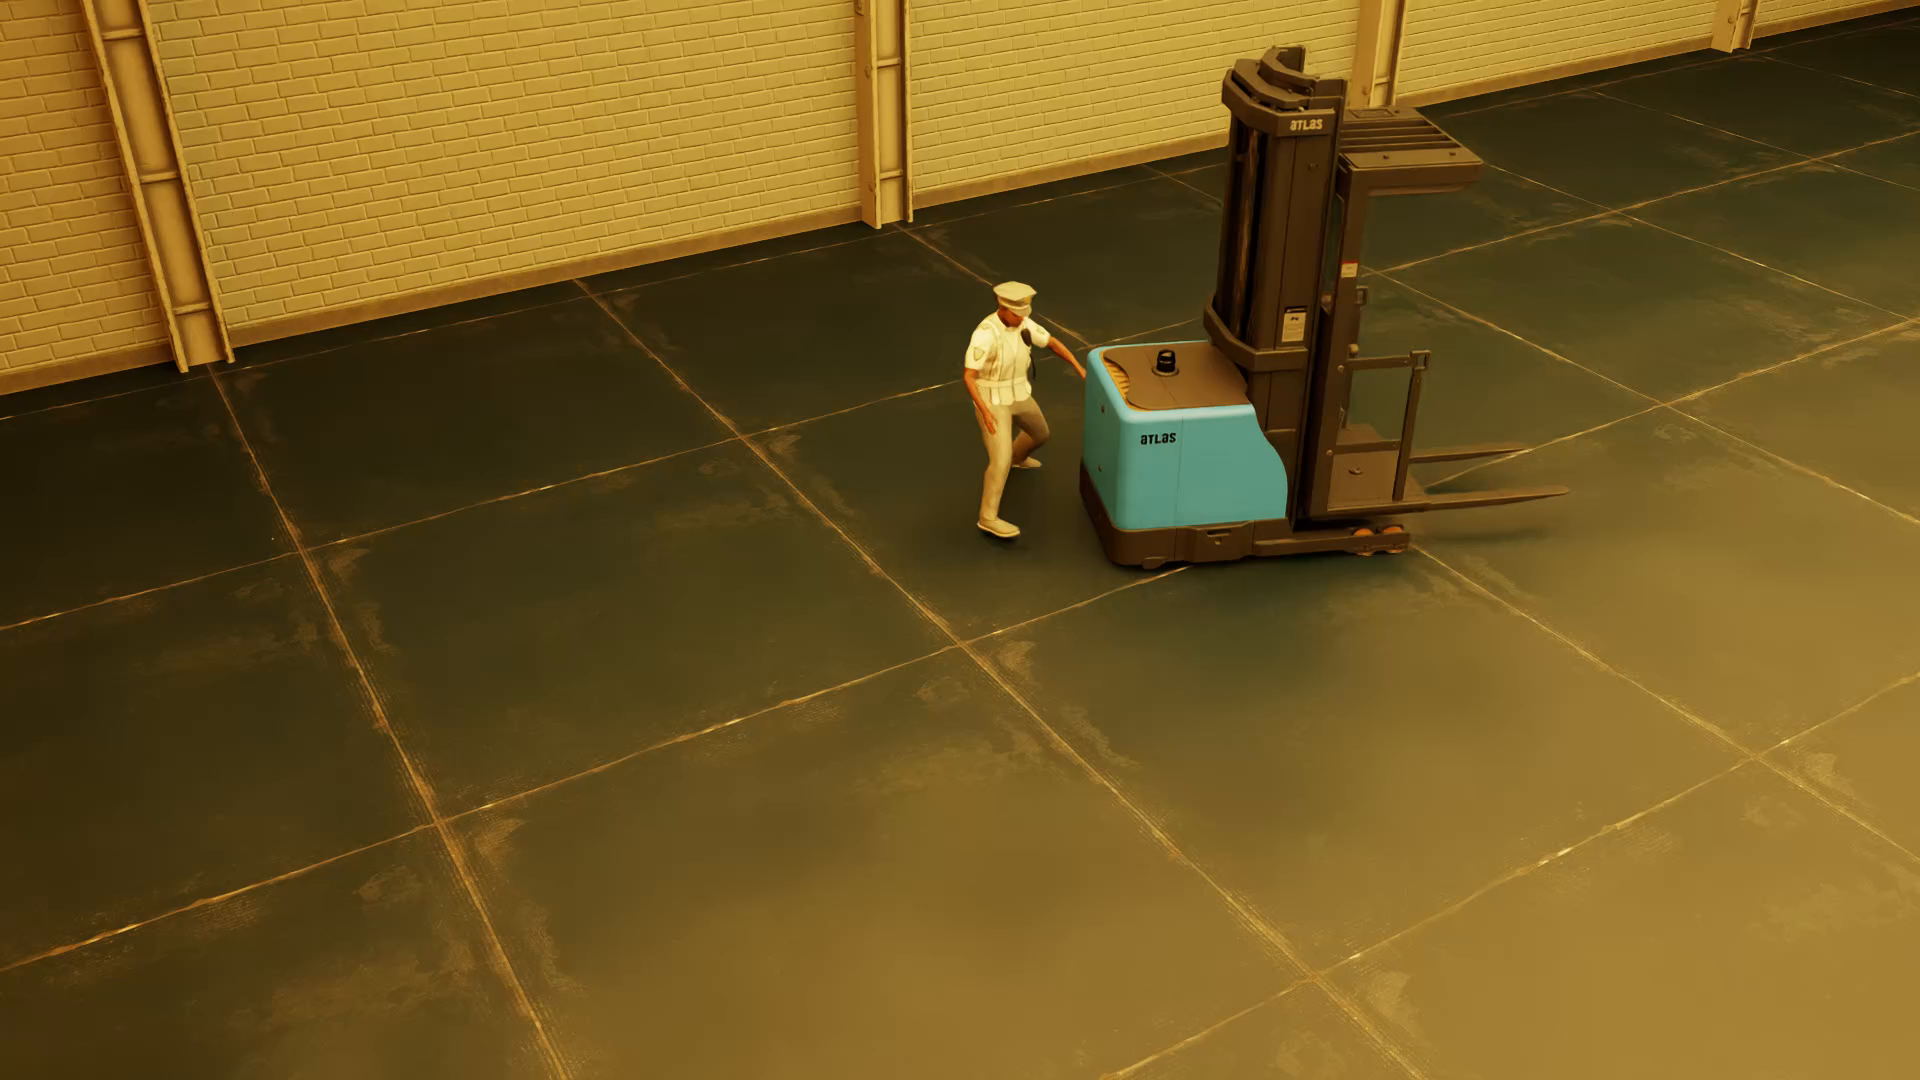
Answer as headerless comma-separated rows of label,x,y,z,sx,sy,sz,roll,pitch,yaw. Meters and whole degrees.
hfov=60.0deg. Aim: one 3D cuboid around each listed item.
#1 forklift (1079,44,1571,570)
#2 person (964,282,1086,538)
forklift,2.345,-1.422,10.021,3.031,2.935,1.130,-5,31,-8
person,0.363,-0.890,10.562,0.936,1.525,0.865,-23,38,-33
